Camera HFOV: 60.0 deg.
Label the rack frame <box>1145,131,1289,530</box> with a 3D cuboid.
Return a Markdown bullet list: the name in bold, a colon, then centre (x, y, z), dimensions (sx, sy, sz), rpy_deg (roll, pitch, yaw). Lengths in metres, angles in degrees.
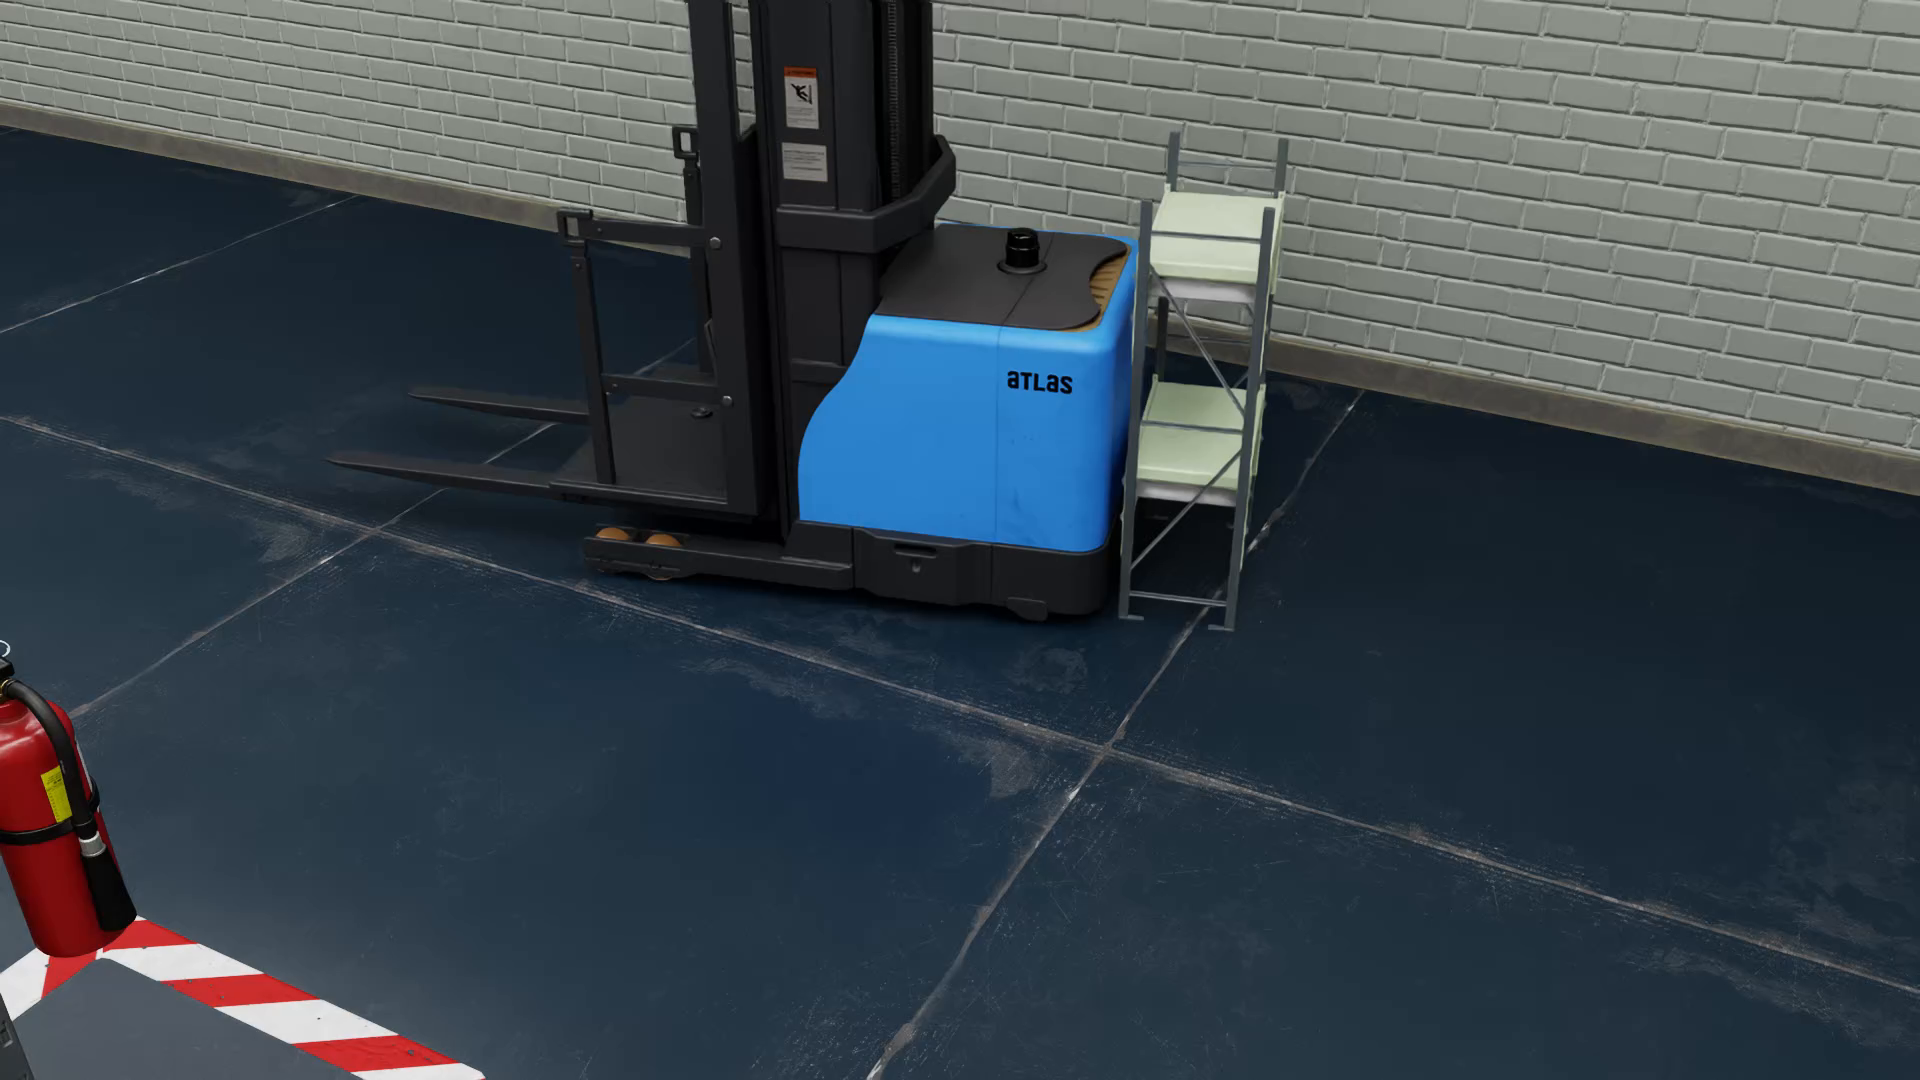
- **rack frame**: centre (0.909, -0.715, 5.989), dimensions (0.400, 1.500, 0.023), rpy_deg (7, 31, 11)

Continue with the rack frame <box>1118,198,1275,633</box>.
- **rack frame**: centre (0.745, -0.360, 5.370), dimensions (0.400, 1.500, 0.023), rpy_deg (7, 31, 11)

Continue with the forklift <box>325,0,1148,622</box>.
- **forklift**: centre (-0.874, -1.371, 5.694), dimensions (3.031, 2.935, 1.130), rpy_deg (7, 31, 12)

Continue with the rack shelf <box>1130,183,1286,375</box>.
- **rack shelf**: centre (0.827, -0.876, 5.485), dimensions (0.431, 0.370, 0.720), rpy_deg (7, 31, 11)

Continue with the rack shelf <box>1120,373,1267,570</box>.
- **rack shelf**: centre (0.827, -0.255, 5.842), dimensions (0.431, 0.370, 0.720), rpy_deg (7, 31, 11)

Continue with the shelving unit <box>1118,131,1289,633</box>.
- **shelving unit**: centre (0.827, -0.537, 5.680), dimensions (0.431, 1.500, 0.755), rpy_deg (7, 31, 11)

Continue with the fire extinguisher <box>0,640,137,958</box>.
- **fire extinguisher**: centre (-1.635, 0.432, 2.938), dimensions (0.296, 0.674, 0.183), rpy_deg (14, 33, 23)
